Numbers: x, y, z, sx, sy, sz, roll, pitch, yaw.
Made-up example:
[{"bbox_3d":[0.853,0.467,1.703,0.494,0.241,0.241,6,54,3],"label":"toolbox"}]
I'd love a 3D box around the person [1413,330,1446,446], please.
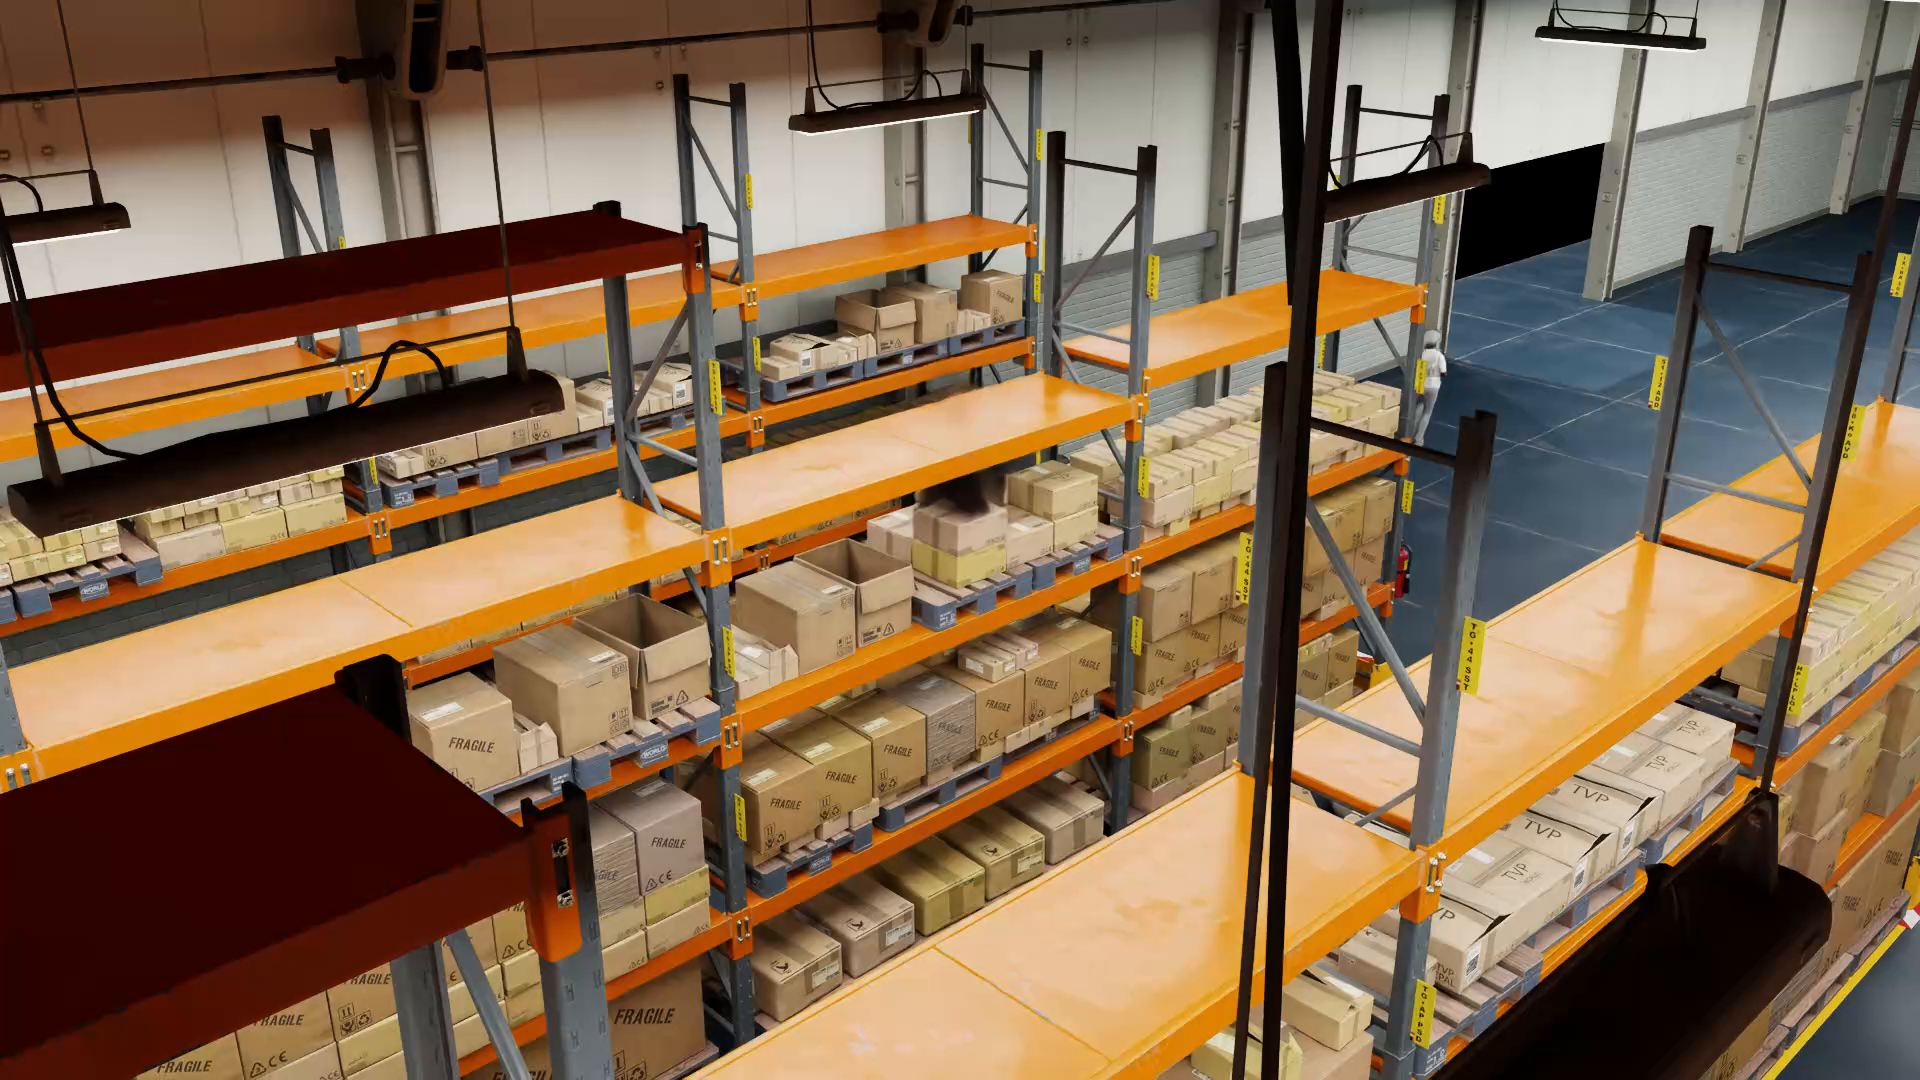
[{"bbox_3d":[6.702,-2.178,23.937,0.554,1.737,0.672,14,26,31],"label":"person"}]
